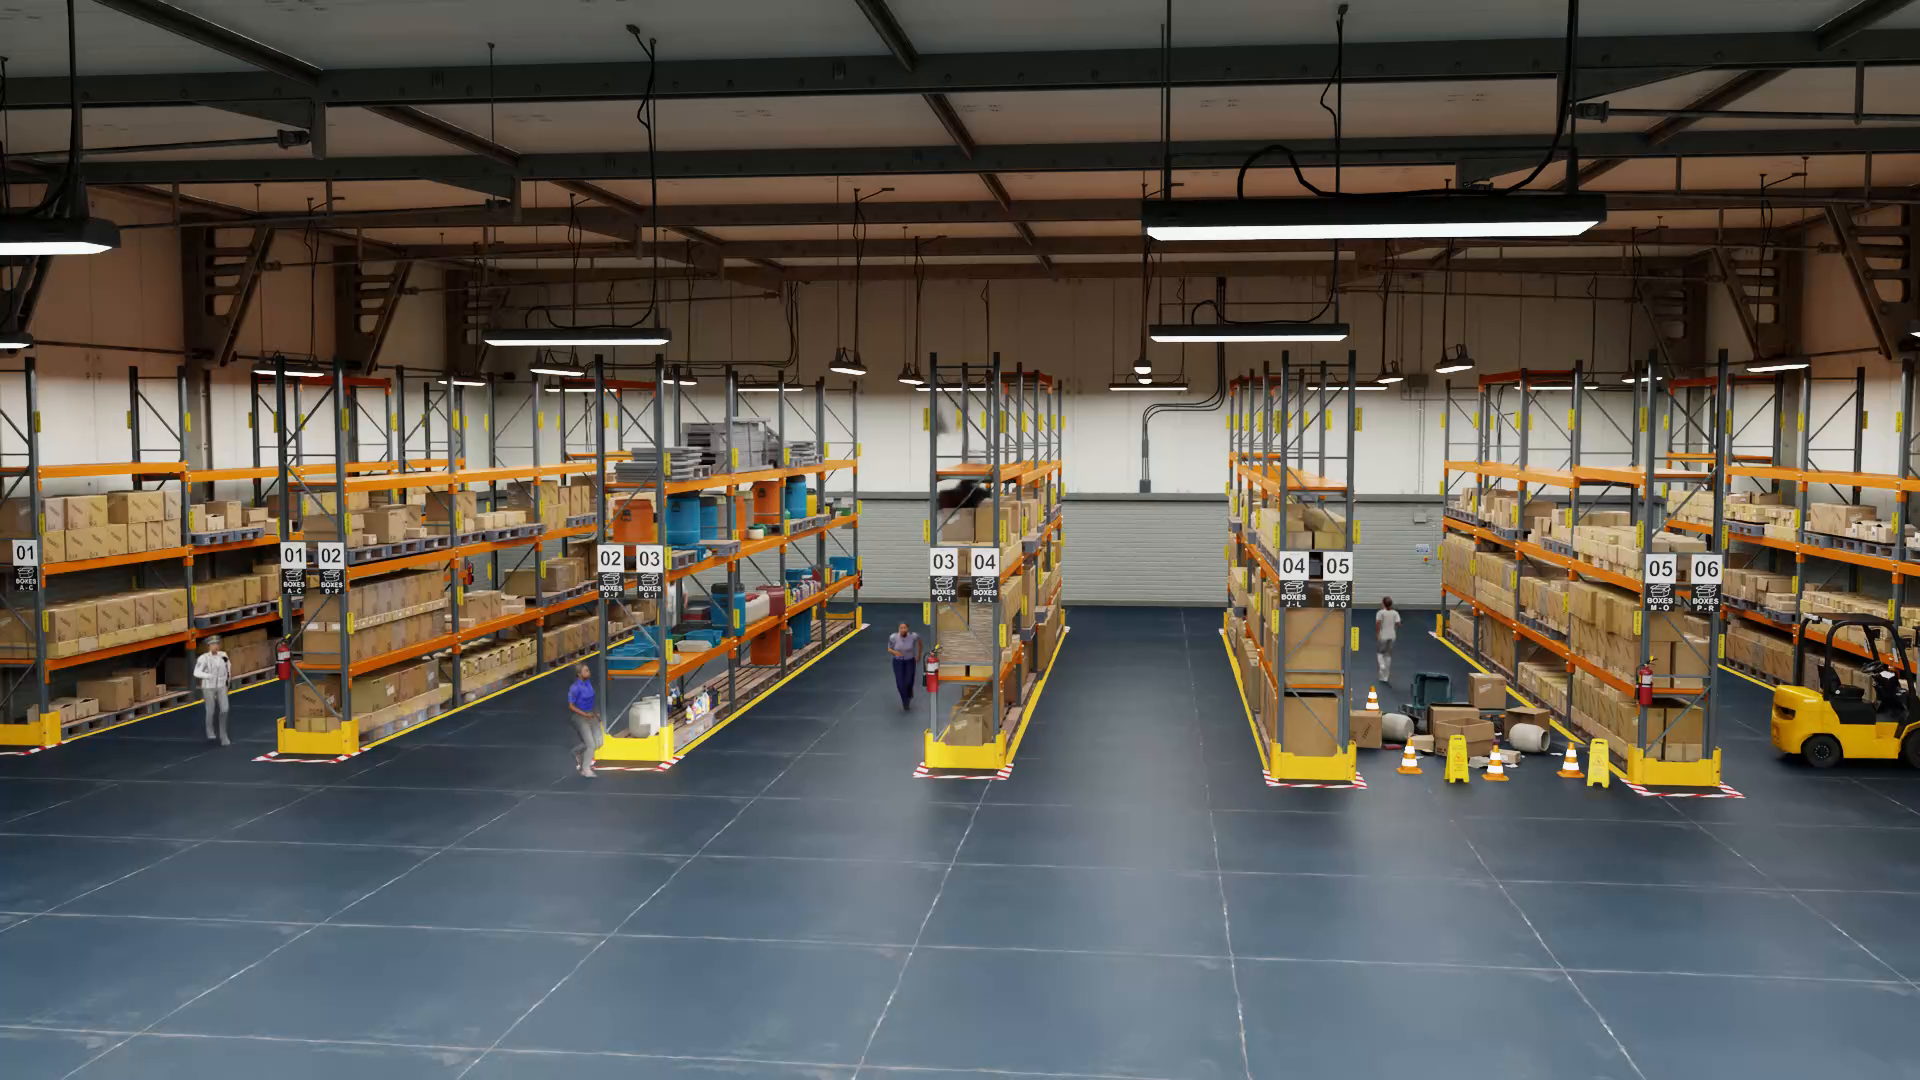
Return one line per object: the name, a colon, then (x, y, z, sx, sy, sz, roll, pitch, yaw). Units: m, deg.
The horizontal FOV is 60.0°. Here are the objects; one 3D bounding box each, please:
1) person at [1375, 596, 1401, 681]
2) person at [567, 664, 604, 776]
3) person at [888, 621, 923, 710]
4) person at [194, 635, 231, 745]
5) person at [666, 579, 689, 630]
person: (8.264, 1.911, 32.234, 0.553, 1.641, 0.582, 0, 4, -3)
person: (-5.347, 2.560, 23.558, 0.531, 1.609, 0.615, 2, 4, 25)
person: (-0.955, 2.188, 28.909, 0.593, 1.573, 0.656, 0, 4, 3)
person: (-11.612, 2.343, 25.892, 0.595, 1.750, 0.736, -3, 5, -36)
person: (-6.299, 1.546, 36.486, 0.688, 1.787, 0.817, -1, 4, -8)
